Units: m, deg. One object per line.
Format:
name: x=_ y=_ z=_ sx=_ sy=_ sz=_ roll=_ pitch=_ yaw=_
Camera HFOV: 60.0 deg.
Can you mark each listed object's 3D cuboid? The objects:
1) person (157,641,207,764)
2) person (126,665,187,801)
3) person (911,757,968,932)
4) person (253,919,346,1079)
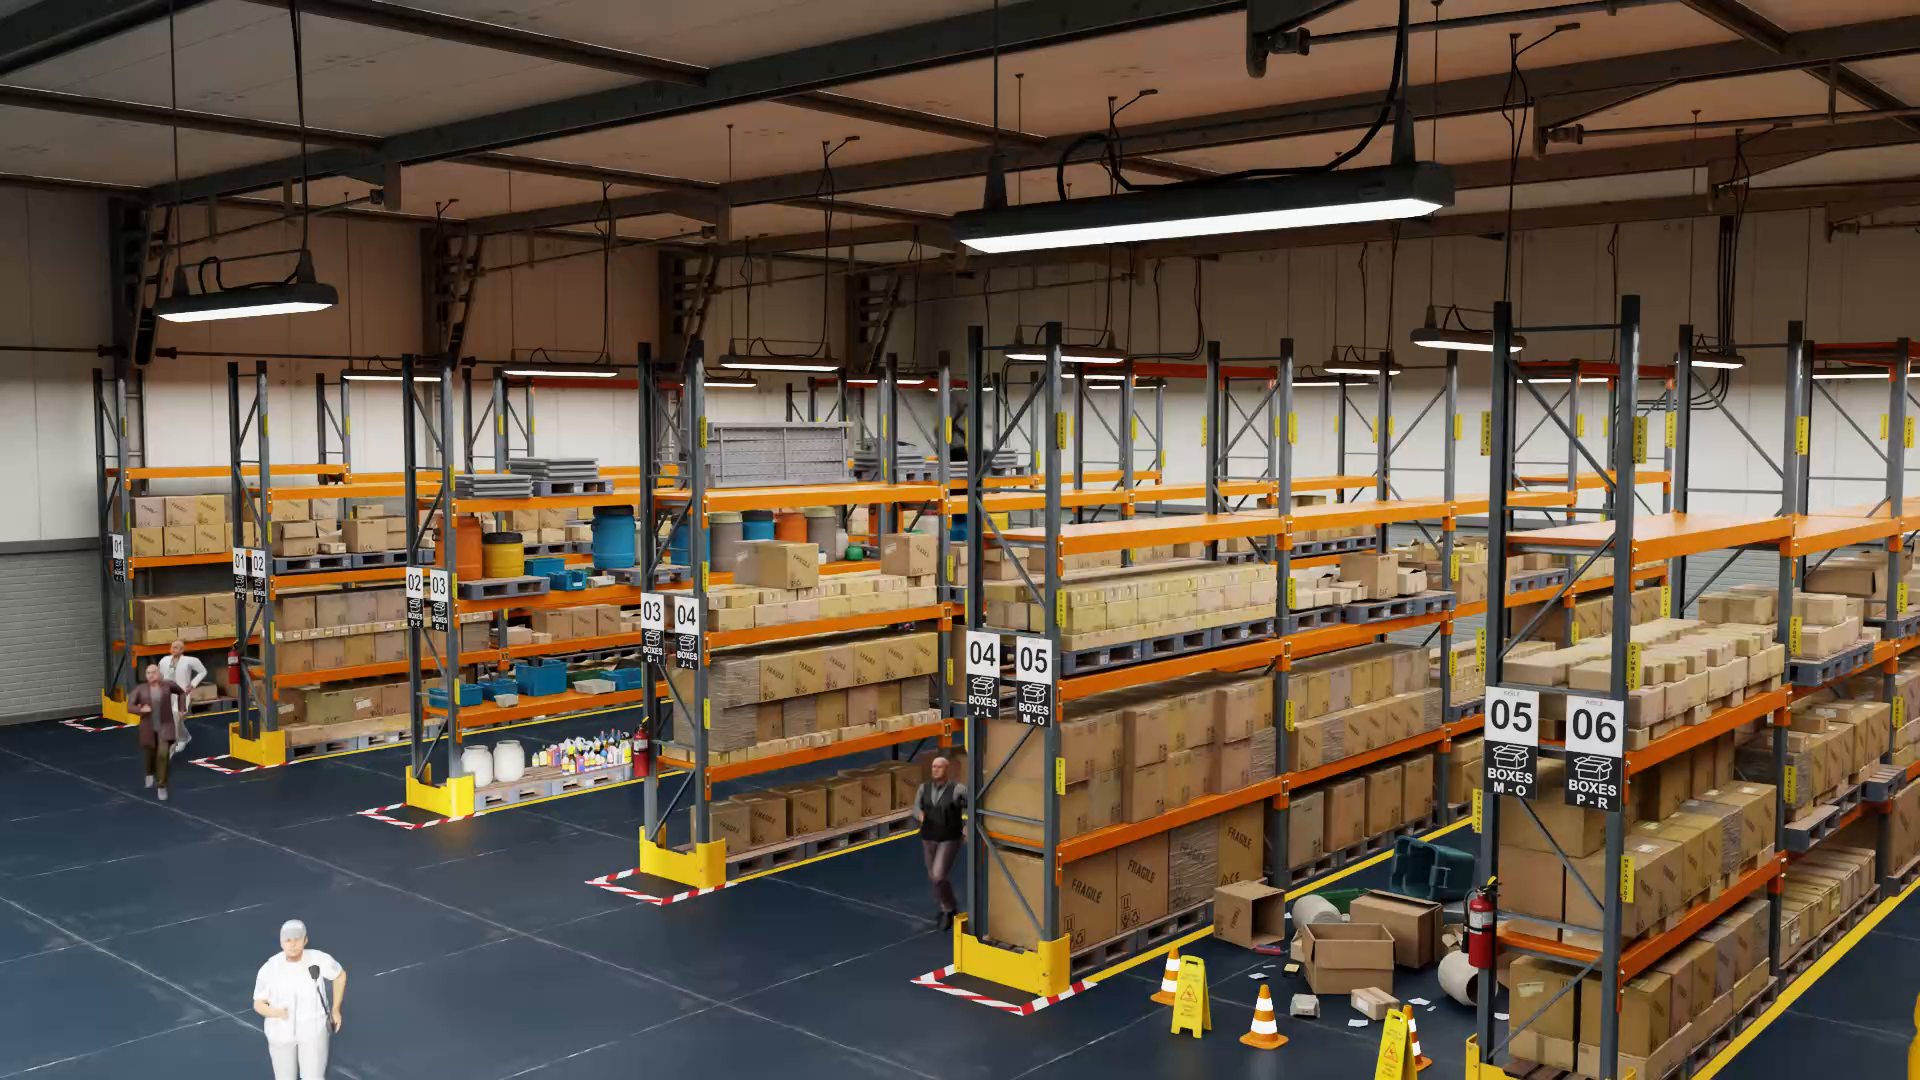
person: x=-11.844 y=2.468 z=25.218 sx=0.713 sy=1.726 sz=0.942 roll=1 pitch=4 yaw=10
person: x=-11.003 y=2.601 z=22.810 sx=0.729 sy=1.831 sz=0.996 roll=-2 pitch=5 yaw=-21
person: x=-0.197 y=3.072 z=16.844 sx=0.626 sy=1.747 sz=0.714 roll=2 pitch=5 yaw=28
person: x=-4.616 y=3.487 z=11.621 sx=0.578 sy=1.685 sz=0.688 roll=-1 pitch=4 yaw=-13
